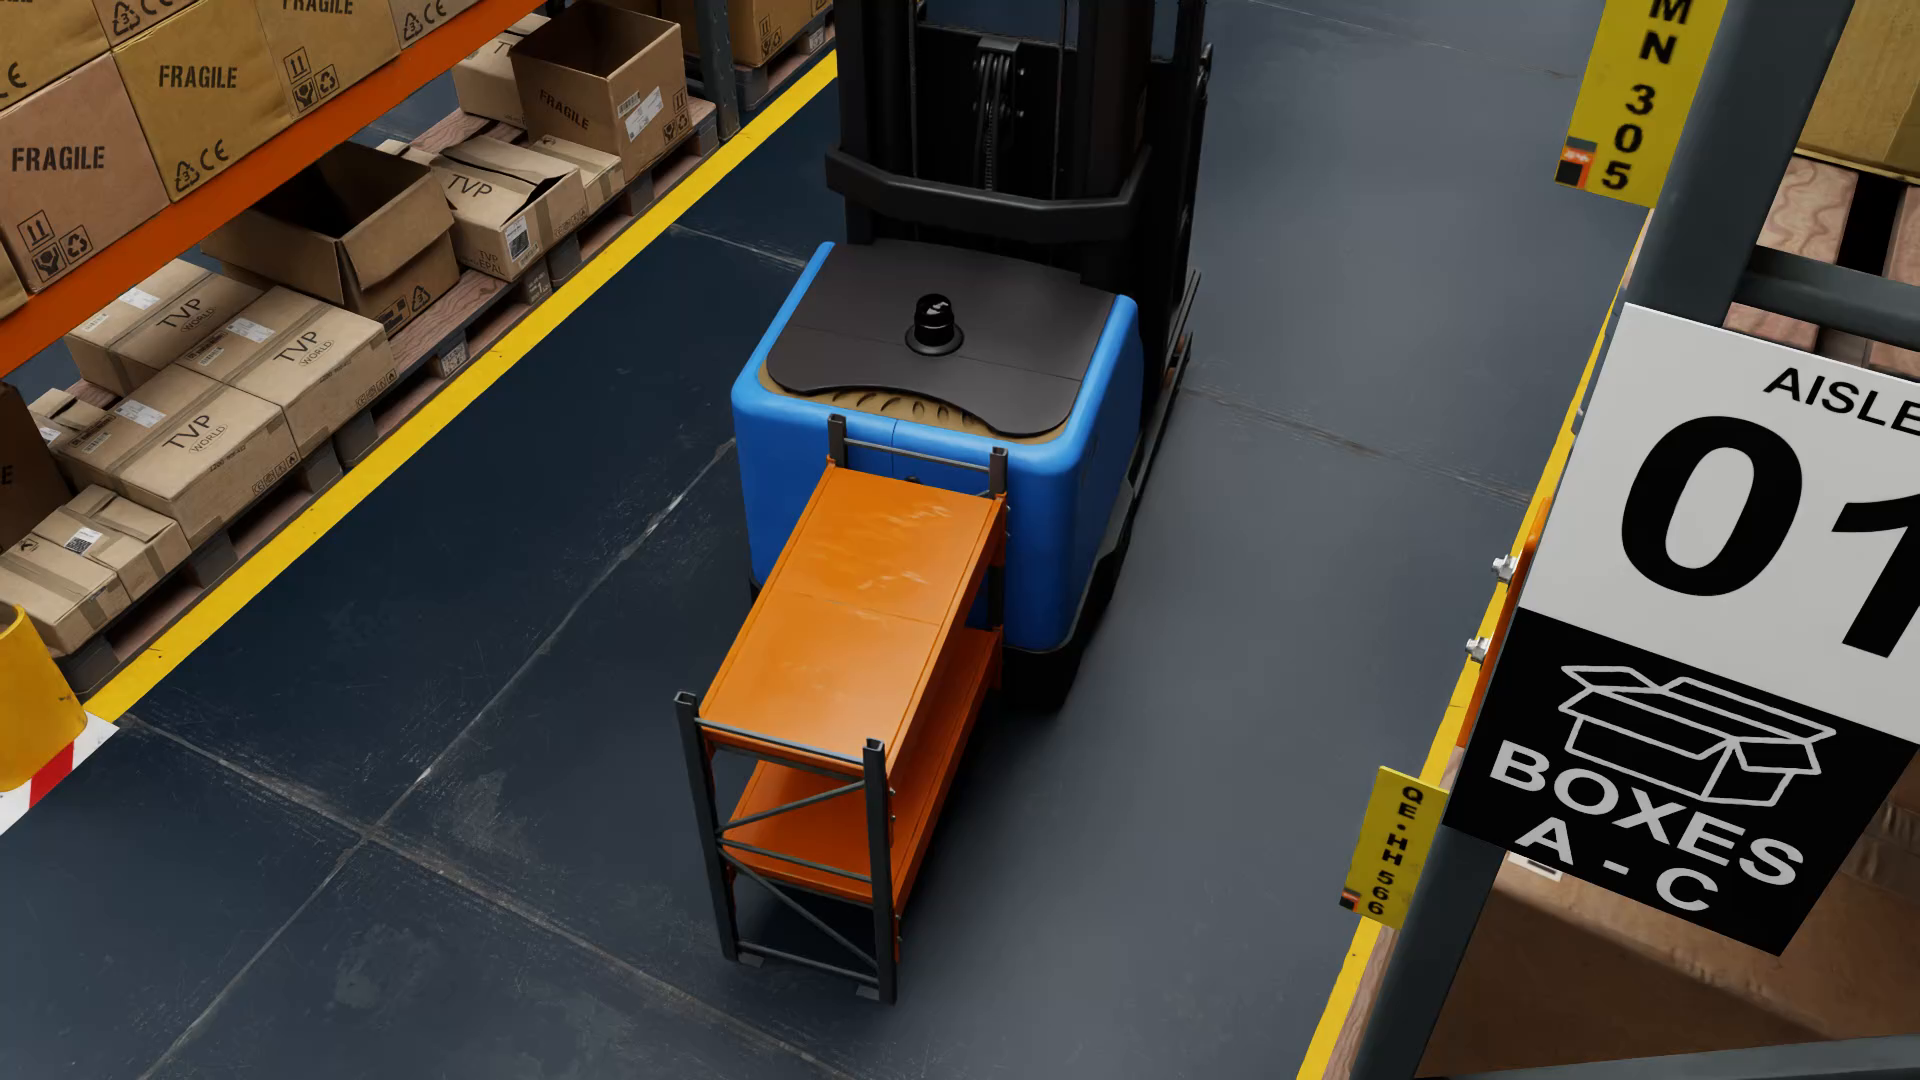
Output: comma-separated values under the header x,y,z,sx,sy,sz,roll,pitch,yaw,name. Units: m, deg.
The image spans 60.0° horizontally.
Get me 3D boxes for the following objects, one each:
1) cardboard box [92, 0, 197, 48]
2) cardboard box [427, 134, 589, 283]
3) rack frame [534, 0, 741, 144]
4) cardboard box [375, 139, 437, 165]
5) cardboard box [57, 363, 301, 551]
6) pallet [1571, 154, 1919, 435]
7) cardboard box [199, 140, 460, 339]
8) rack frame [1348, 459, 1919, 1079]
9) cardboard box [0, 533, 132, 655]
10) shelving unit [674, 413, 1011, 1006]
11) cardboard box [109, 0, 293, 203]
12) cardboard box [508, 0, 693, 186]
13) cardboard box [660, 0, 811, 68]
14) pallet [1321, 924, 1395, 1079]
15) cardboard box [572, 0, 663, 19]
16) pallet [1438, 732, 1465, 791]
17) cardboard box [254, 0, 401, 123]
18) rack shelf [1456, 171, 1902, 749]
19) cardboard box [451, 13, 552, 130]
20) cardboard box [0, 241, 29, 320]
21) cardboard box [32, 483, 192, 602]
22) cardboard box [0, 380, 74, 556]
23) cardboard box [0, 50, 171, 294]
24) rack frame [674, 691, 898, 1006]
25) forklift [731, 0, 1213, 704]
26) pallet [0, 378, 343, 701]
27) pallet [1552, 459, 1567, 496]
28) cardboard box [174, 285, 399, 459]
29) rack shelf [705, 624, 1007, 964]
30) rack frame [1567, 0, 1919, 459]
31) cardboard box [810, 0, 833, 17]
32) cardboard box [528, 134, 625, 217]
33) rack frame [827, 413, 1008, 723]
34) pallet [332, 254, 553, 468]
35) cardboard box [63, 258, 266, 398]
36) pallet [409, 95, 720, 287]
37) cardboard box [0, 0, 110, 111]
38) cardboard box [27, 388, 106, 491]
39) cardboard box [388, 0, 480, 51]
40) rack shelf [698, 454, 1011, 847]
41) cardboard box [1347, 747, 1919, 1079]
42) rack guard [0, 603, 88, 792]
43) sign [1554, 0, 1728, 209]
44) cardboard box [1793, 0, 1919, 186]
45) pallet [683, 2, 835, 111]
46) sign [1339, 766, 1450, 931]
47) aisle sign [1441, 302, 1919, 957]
x,y,z,sx,sy,sz,roll,pitch,yaw,name
-2.417,-1.757,4.604,0.500,0.500,0.500,21,49,20,cardboard box
-1.834,-1.337,6.544,0.500,0.311,0.500,20,49,19,cardboard box
-1.473,-3.053,6.658,1.000,3.000,0.127,20,49,19,rack frame
-2.252,-1.470,6.777,0.380,0.166,0.250,20,49,19,cardboard box
-2.594,-0.285,5.546,0.500,0.250,0.500,20,49,19,cardboard box
1.395,-0.394,1.983,1.003,0.211,1.213,20,49,19,pallet
-2.340,-1.144,6.218,0.797,0.503,0.637,20,49,19,cardboard box
1.060,1.100,2.553,1.000,3.000,0.127,20,49,19,rack frame
-2.831,0.164,5.174,0.380,0.149,0.250,20,49,19,cardboard box
-0.264,0.458,4.506,0.538,1.125,1.048,12,47,12,shelving unit
-2.419,-1.402,4.957,0.500,0.500,0.500,20,49,19,cardboard box
-1.486,-1.876,6.943,0.500,0.500,0.500,20,49,19,cardboard box
-1.032,-2.553,7.612,0.500,0.500,0.500,18,48,17,cardboard box
1.362,1.551,4.069,1.003,0.211,1.213,20,49,19,pallet
-1.497,-2.734,7.791,0.500,0.500,0.500,20,49,19,cardboard box
1.929,0.786,4.825,1.003,0.211,1.213,20,49,19,pallet
-2.186,-1.717,5.267,0.500,0.500,0.500,21,49,20,cardboard box
1.988,-0.961,2.988,1.077,0.370,4.000,20,49,19,rack shelf
-1.859,-2.069,7.267,0.500,0.311,0.500,20,49,19,cardboard box
-2.890,-0.760,4.322,0.500,0.500,0.500,21,49,20,cardboard box
-2.715,0.001,5.323,0.380,0.166,0.250,20,49,19,cardboard box
-3.295,-0.233,5.319,0.500,0.500,0.500,20,49,19,cardboard box
-2.655,-1.087,4.645,0.500,0.500,0.500,20,49,19,cardboard box
-0.413,0.804,4.164,0.500,1.125,0.032,12,47,12,rack frame
0.253,-1.592,5.262,1.130,2.935,3.031,12,47,12,forklift
-2.925,-0.103,5.703,1.003,0.211,1.213,20,49,19,pallet
2.495,0.014,5.588,1.003,0.211,1.213,20,49,19,pallet
-2.361,-0.600,5.858,0.500,0.250,0.500,20,49,19,cardboard box
-0.264,0.630,4.680,0.538,0.278,1.000,12,47,12,rack shelf
1.060,-1.008,0.420,1.000,3.000,0.127,20,49,19,rack frame
-0.794,-2.893,7.948,0.500,0.500,0.500,21,49,20,cardboard box
-1.607,-1.496,6.815,0.380,0.149,0.250,20,49,19,cardboard box
-0.115,0.113,4.848,0.500,1.125,0.032,12,47,12,rack frame
-2.357,-0.869,6.460,1.003,0.211,1.213,20,49,19,pallet
-2.828,-0.733,5.990,0.500,0.250,0.500,20,49,19,cardboard box
-1.792,-1.640,7.223,1.003,0.211,1.213,20,49,19,pallet
-2.654,-1.444,4.295,0.500,0.500,0.500,21,49,19,cardboard box
-3.027,-0.341,5.660,0.380,0.166,0.250,20,49,19,cardboard box
-1.952,-2.039,5.585,0.500,0.500,0.500,22,49,20,cardboard box
-0.264,0.253,4.298,0.538,0.278,1.000,12,47,12,rack shelf
1.288,0.670,2.768,0.980,0.700,0.700,23,50,21,cardboard box
-3.294,0.298,5.104,1.175,0.500,0.348,20,49,19,rack guard
0.586,-0.425,1.385,0.100,0.325,0.005,20,49,19,sign
1.165,-0.633,1.897,0.500,0.250,0.500,22,49,20,cardboard box
-1.128,-2.597,8.169,1.003,0.211,1.213,20,49,19,pallet
0.586,0.422,2.243,0.100,0.325,0.005,20,49,19,sign
0.761,0.133,1.682,0.394,0.787,0.004,20,49,19,aisle sign
